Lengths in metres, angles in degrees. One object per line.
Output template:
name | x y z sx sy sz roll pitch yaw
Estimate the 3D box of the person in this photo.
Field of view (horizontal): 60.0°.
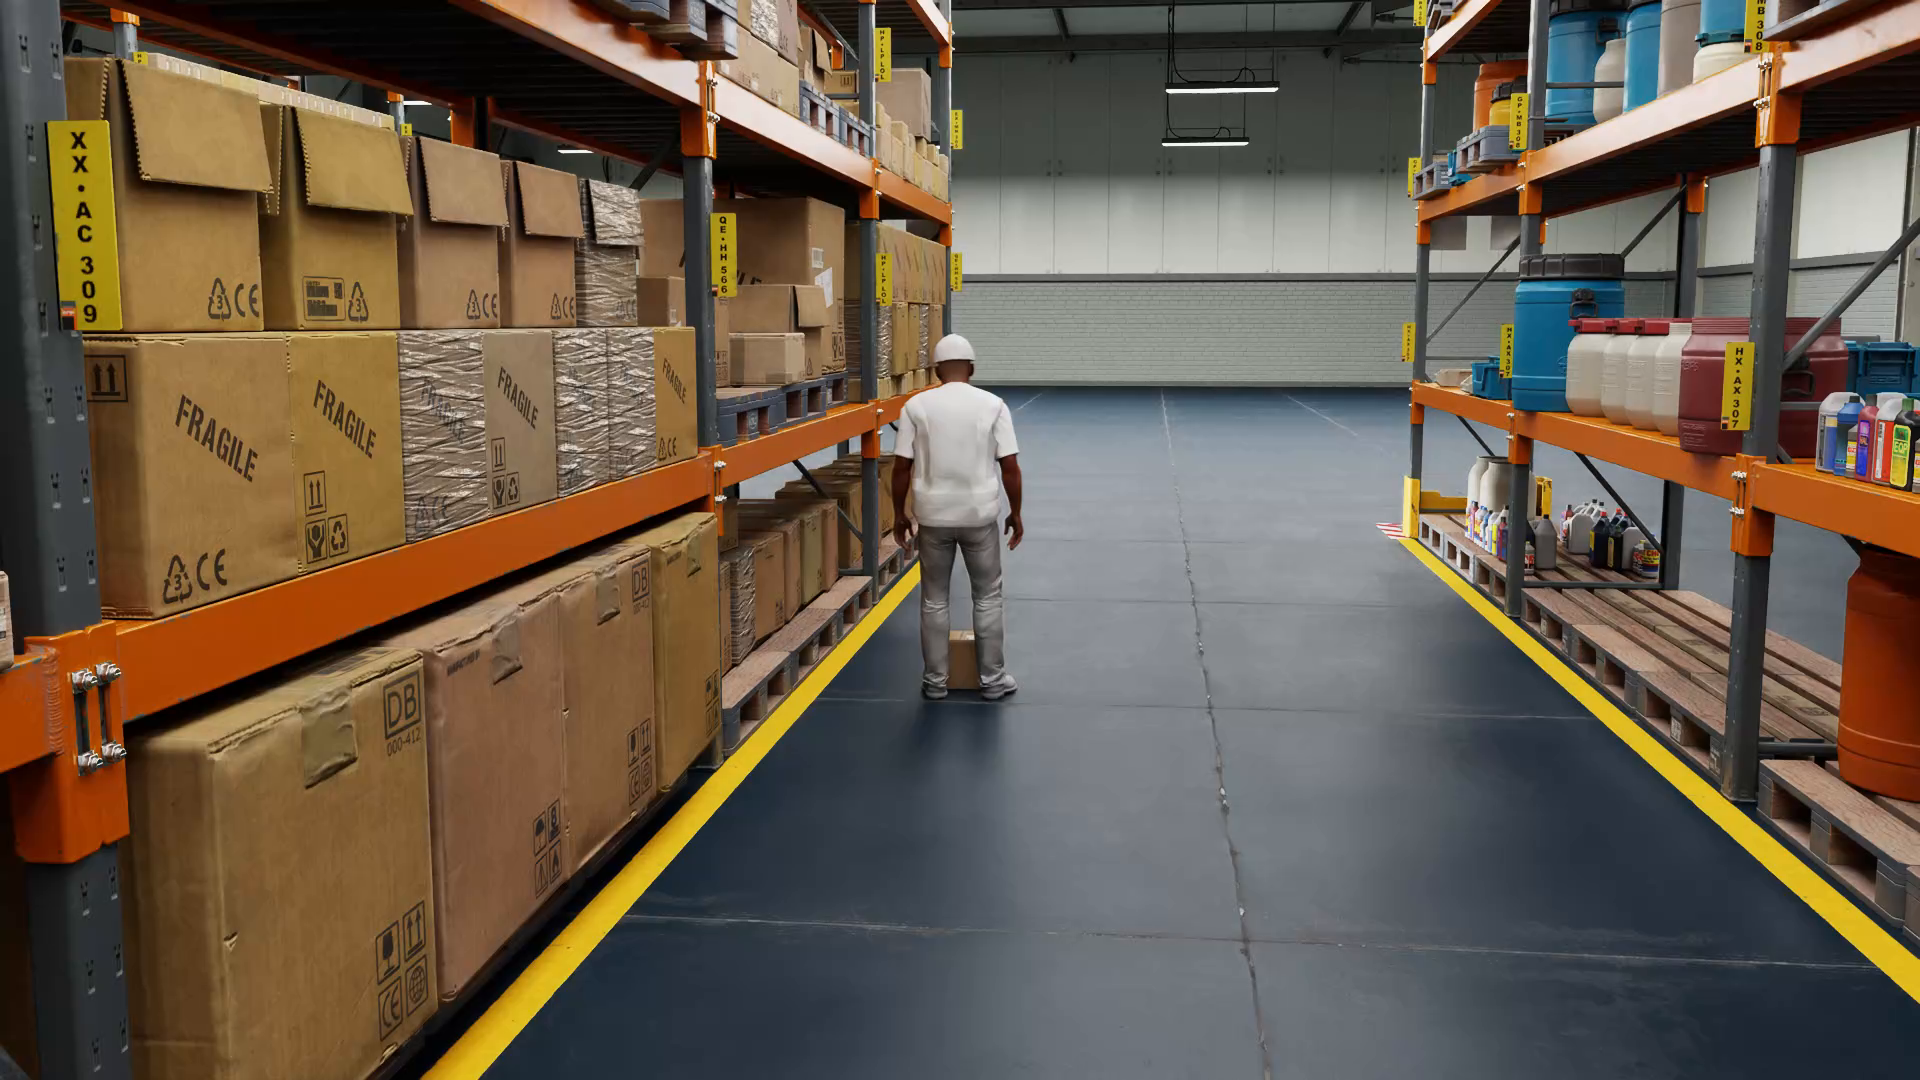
person | -0.009 -0.114 8.083 0.637 1.760 0.461 1 8 5
